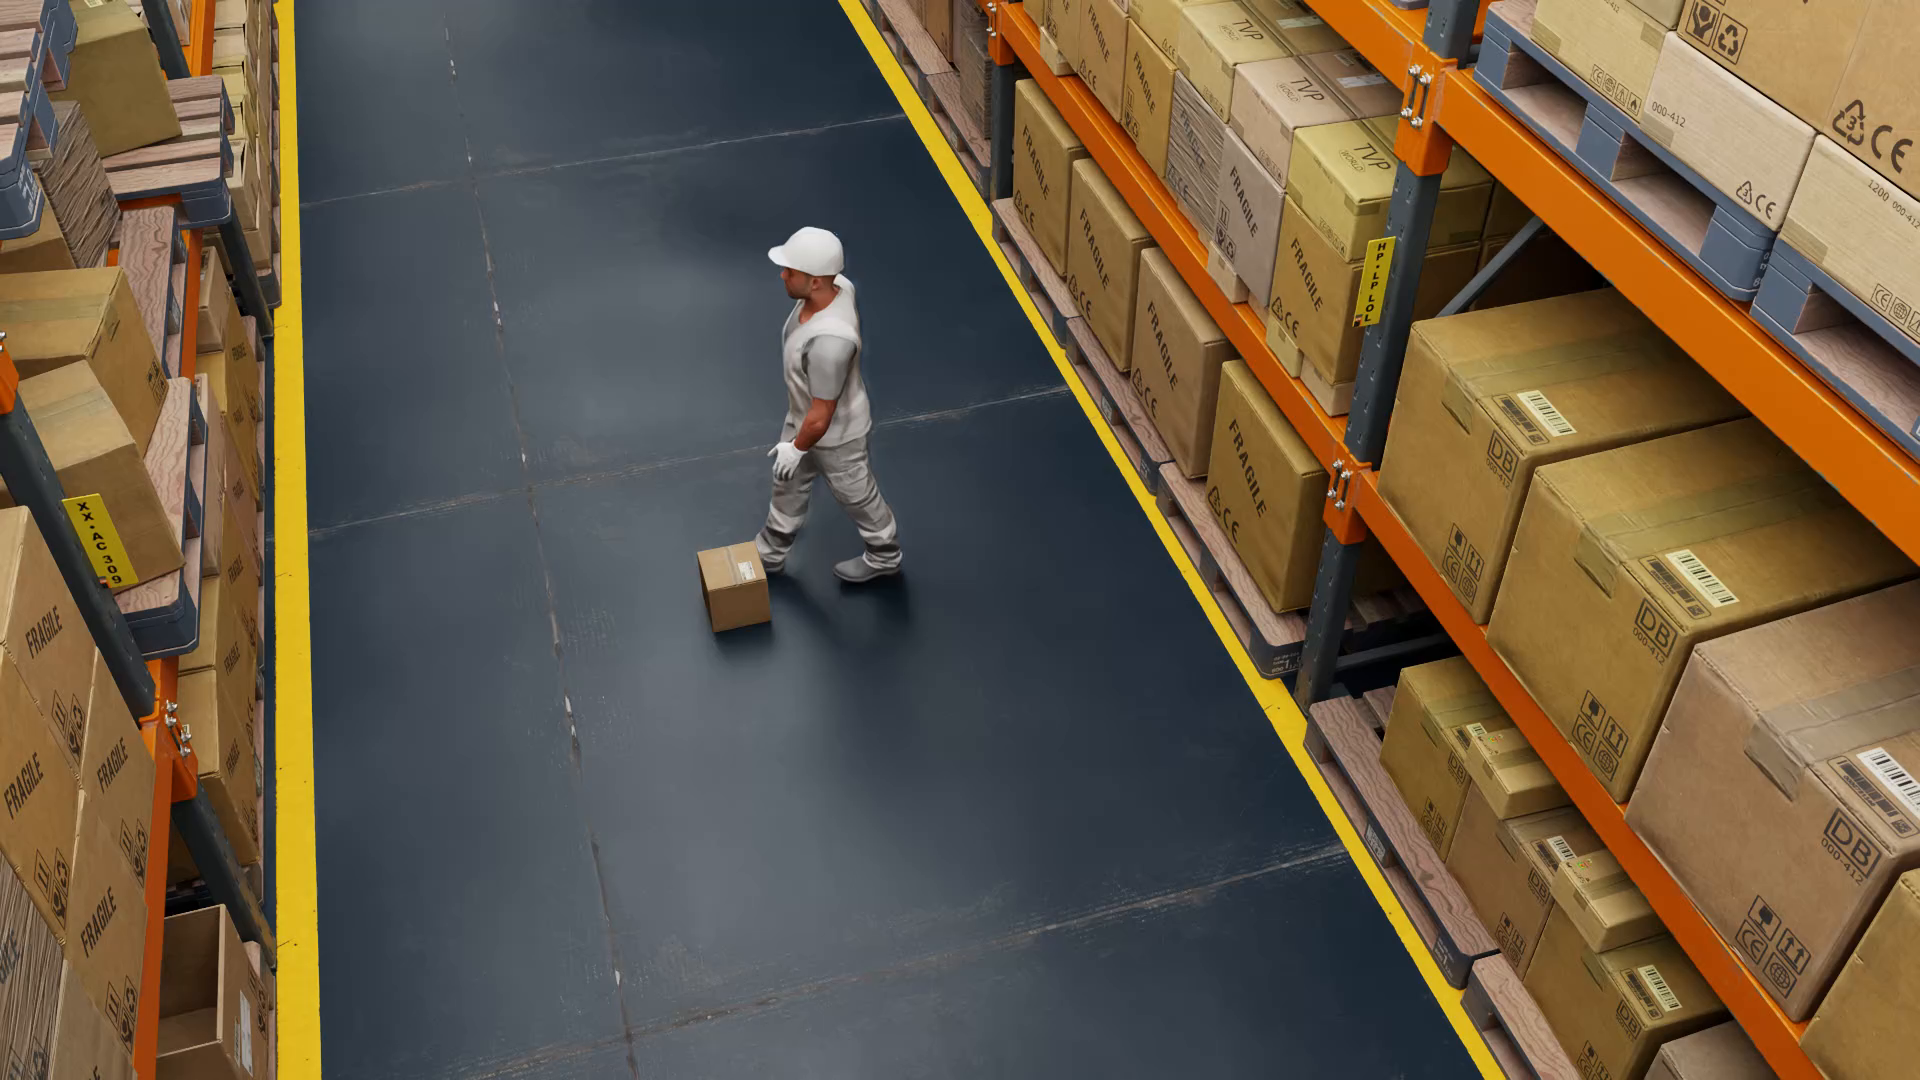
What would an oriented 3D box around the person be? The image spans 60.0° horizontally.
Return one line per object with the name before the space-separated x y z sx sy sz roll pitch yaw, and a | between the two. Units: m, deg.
person | -0.637 -0.467 6.631 0.801 1.764 0.588 -8 43 -9
